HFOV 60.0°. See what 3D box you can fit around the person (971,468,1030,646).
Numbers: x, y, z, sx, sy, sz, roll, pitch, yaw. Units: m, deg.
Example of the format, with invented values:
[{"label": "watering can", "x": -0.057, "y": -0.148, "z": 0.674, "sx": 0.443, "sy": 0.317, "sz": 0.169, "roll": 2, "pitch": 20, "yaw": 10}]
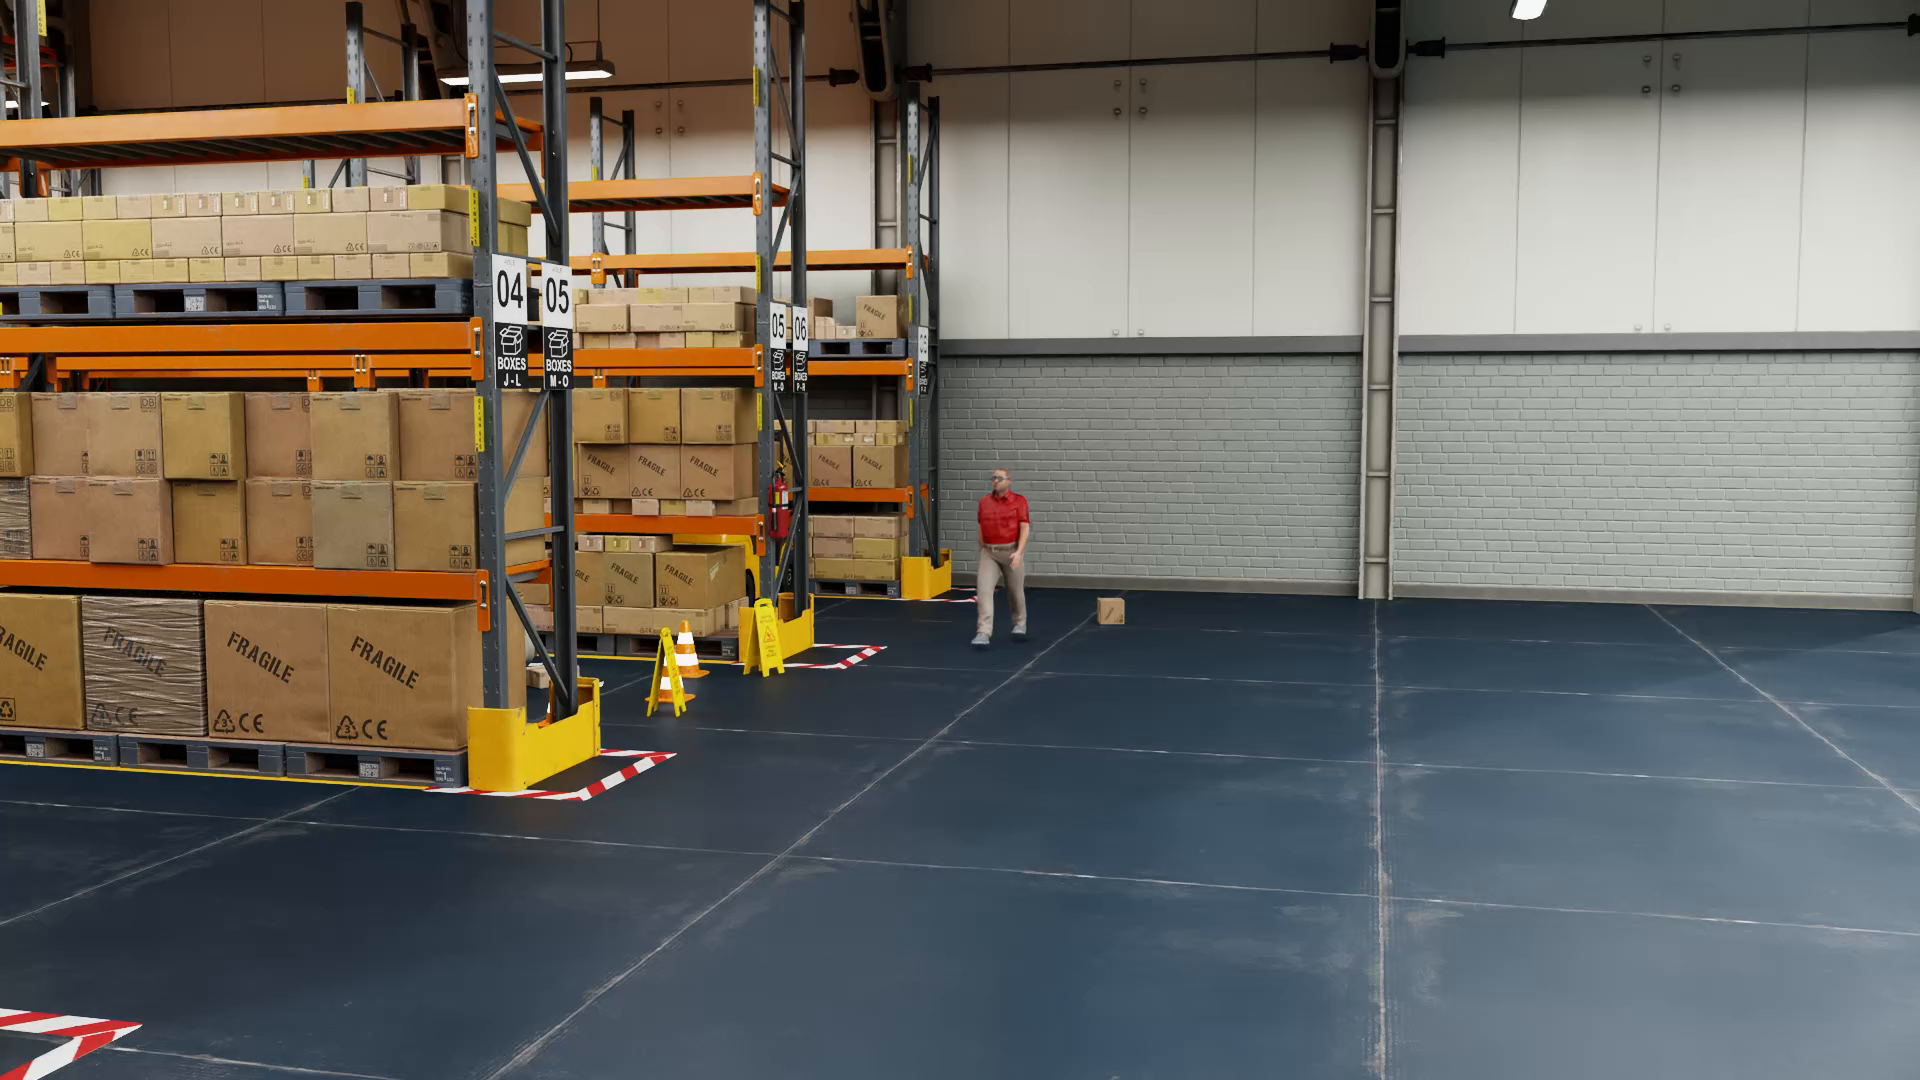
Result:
[{"label": "person", "x": 0.394, "y": 0.145, "z": 15.853, "sx": 0.545, "sy": 1.666, "sz": 1.074, "roll": 1, "pitch": 5, "yaw": 16}]
